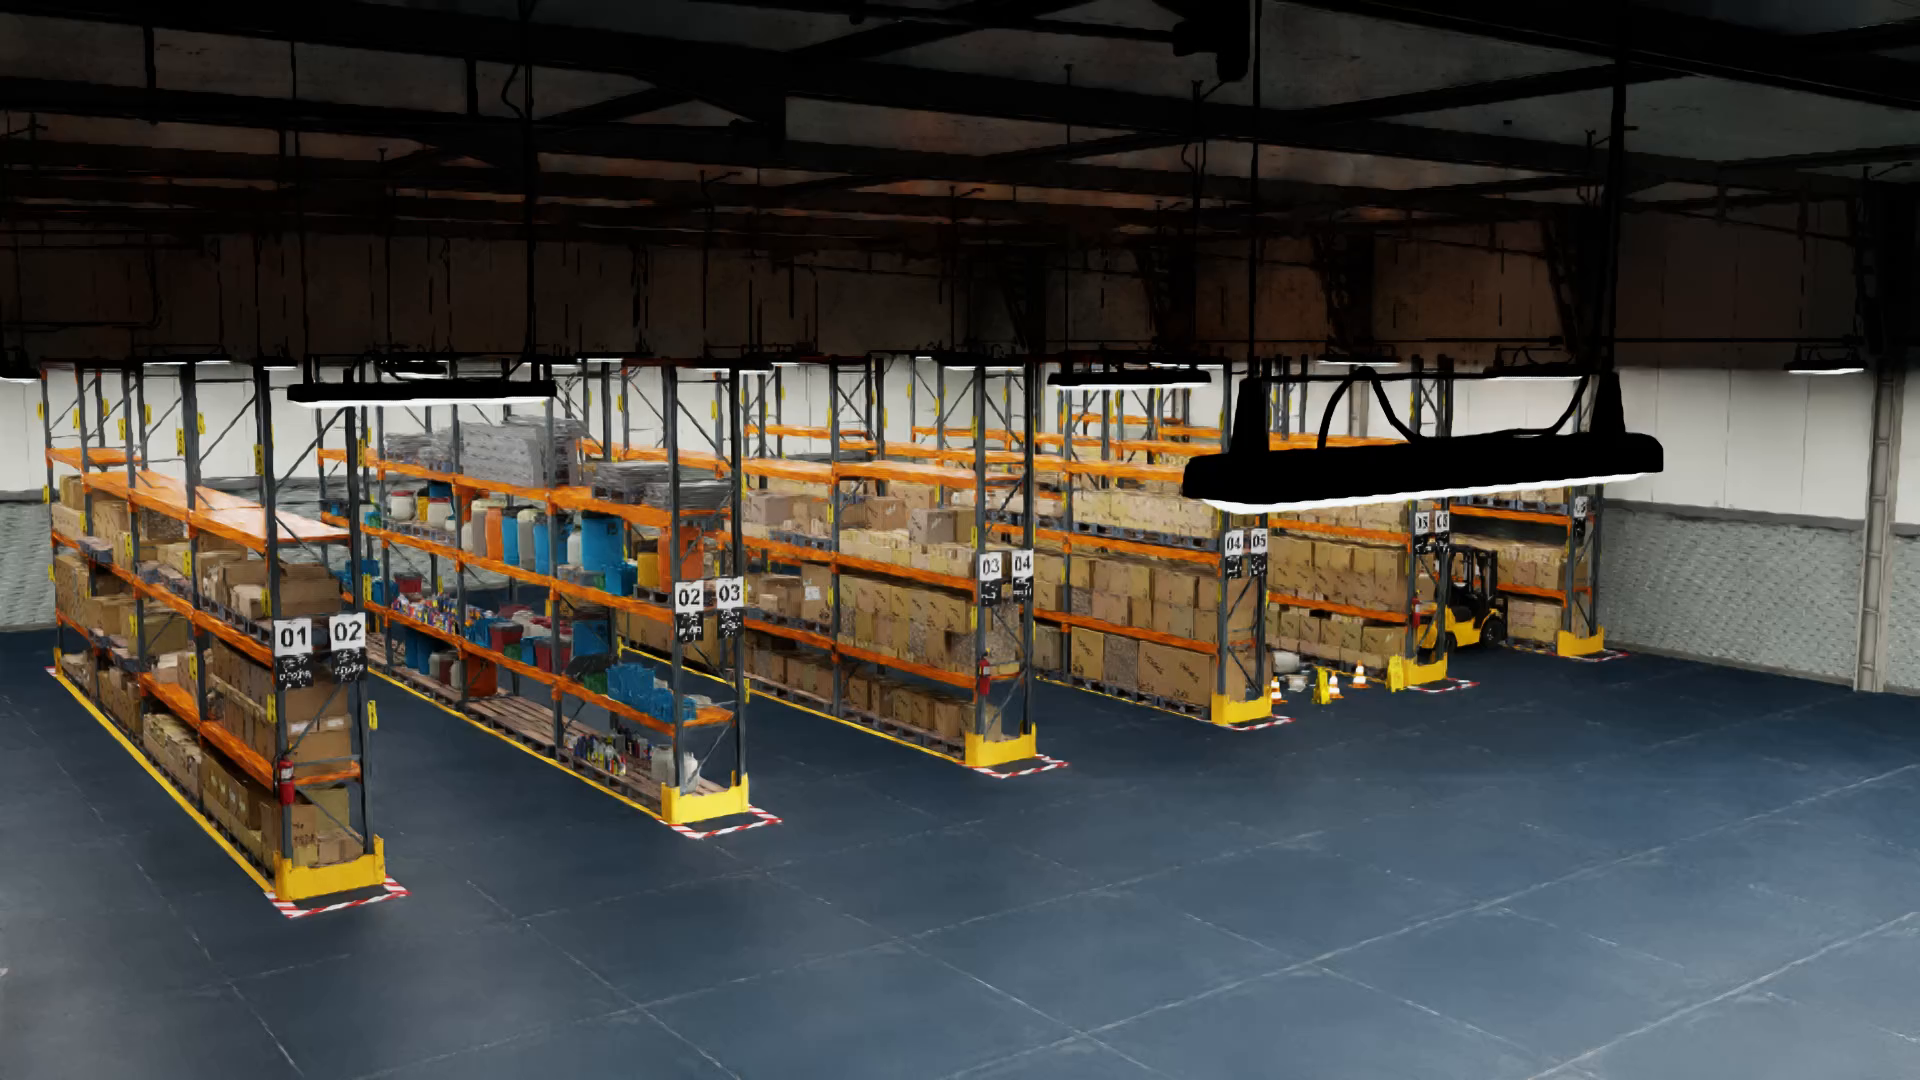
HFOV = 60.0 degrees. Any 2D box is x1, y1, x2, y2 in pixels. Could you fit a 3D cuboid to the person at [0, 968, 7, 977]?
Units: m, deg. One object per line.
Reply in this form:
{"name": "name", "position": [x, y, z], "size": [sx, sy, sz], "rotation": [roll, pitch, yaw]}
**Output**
{"name": "person", "position": [-9.807, 3.510, 16.241], "size": [0.504, 1.776, 0.768], "rotation": [1, 7, 8]}
